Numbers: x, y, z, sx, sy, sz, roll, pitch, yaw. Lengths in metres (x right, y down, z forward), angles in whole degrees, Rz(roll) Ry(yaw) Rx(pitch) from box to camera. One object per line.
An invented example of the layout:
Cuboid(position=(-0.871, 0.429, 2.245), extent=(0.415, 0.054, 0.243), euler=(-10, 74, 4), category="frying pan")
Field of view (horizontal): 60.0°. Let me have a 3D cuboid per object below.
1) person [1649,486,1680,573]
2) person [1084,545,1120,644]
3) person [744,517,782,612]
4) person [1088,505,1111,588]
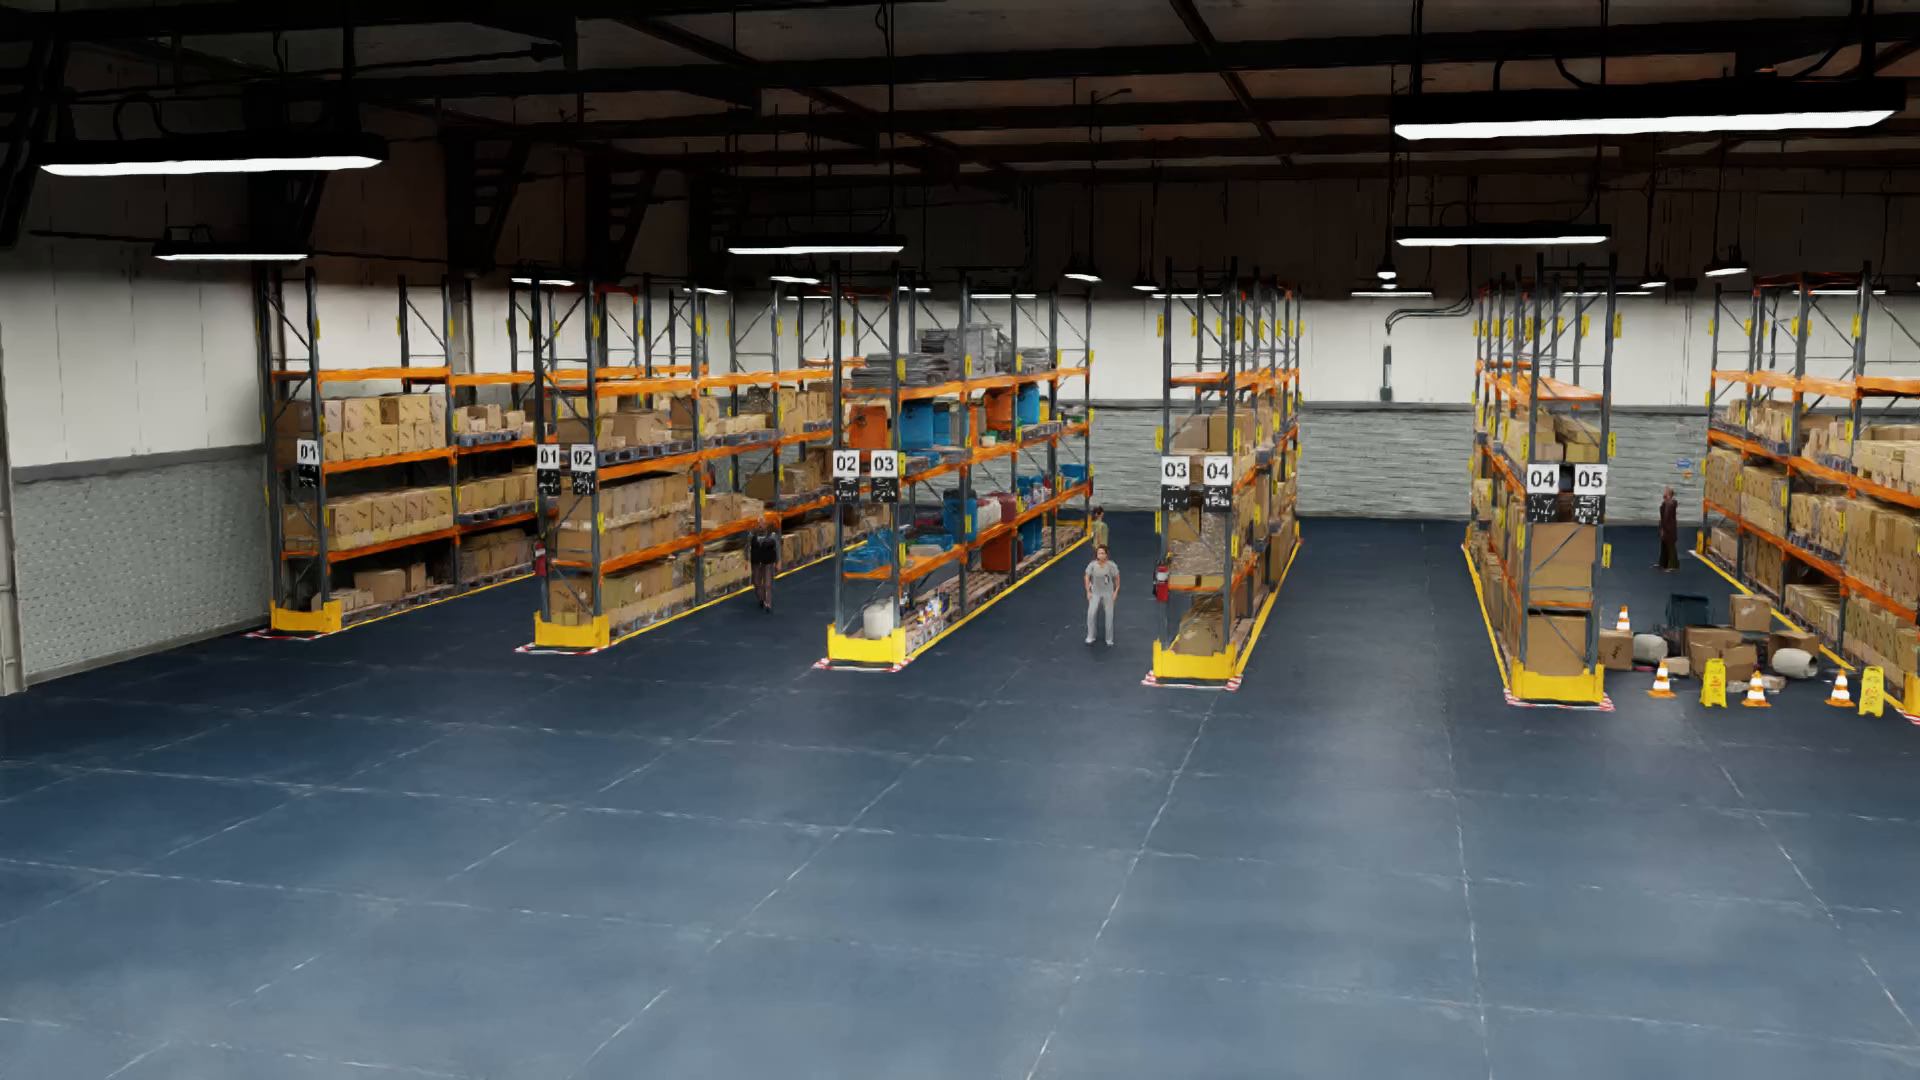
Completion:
Cuboid(position=(14.518, -0.229, 34.180), extent=(0.628, 1.772, 0.697), euler=(4, 8, 29), category="person")
Cuboid(position=(2.259, 0.864, 26.411), extent=(0.580, 1.618, 0.507), euler=(2, 7, 12), category="person")
Cuboid(position=(-3.494, 0.408, 29.688), extent=(0.662, 1.688, 0.678), euler=(1, 7, 6), category="person")
Cuboid(position=(2.633, 0.178, 31.536), extent=(0.432, 1.670, 0.503), euler=(-2, 7, -13), category="person")
